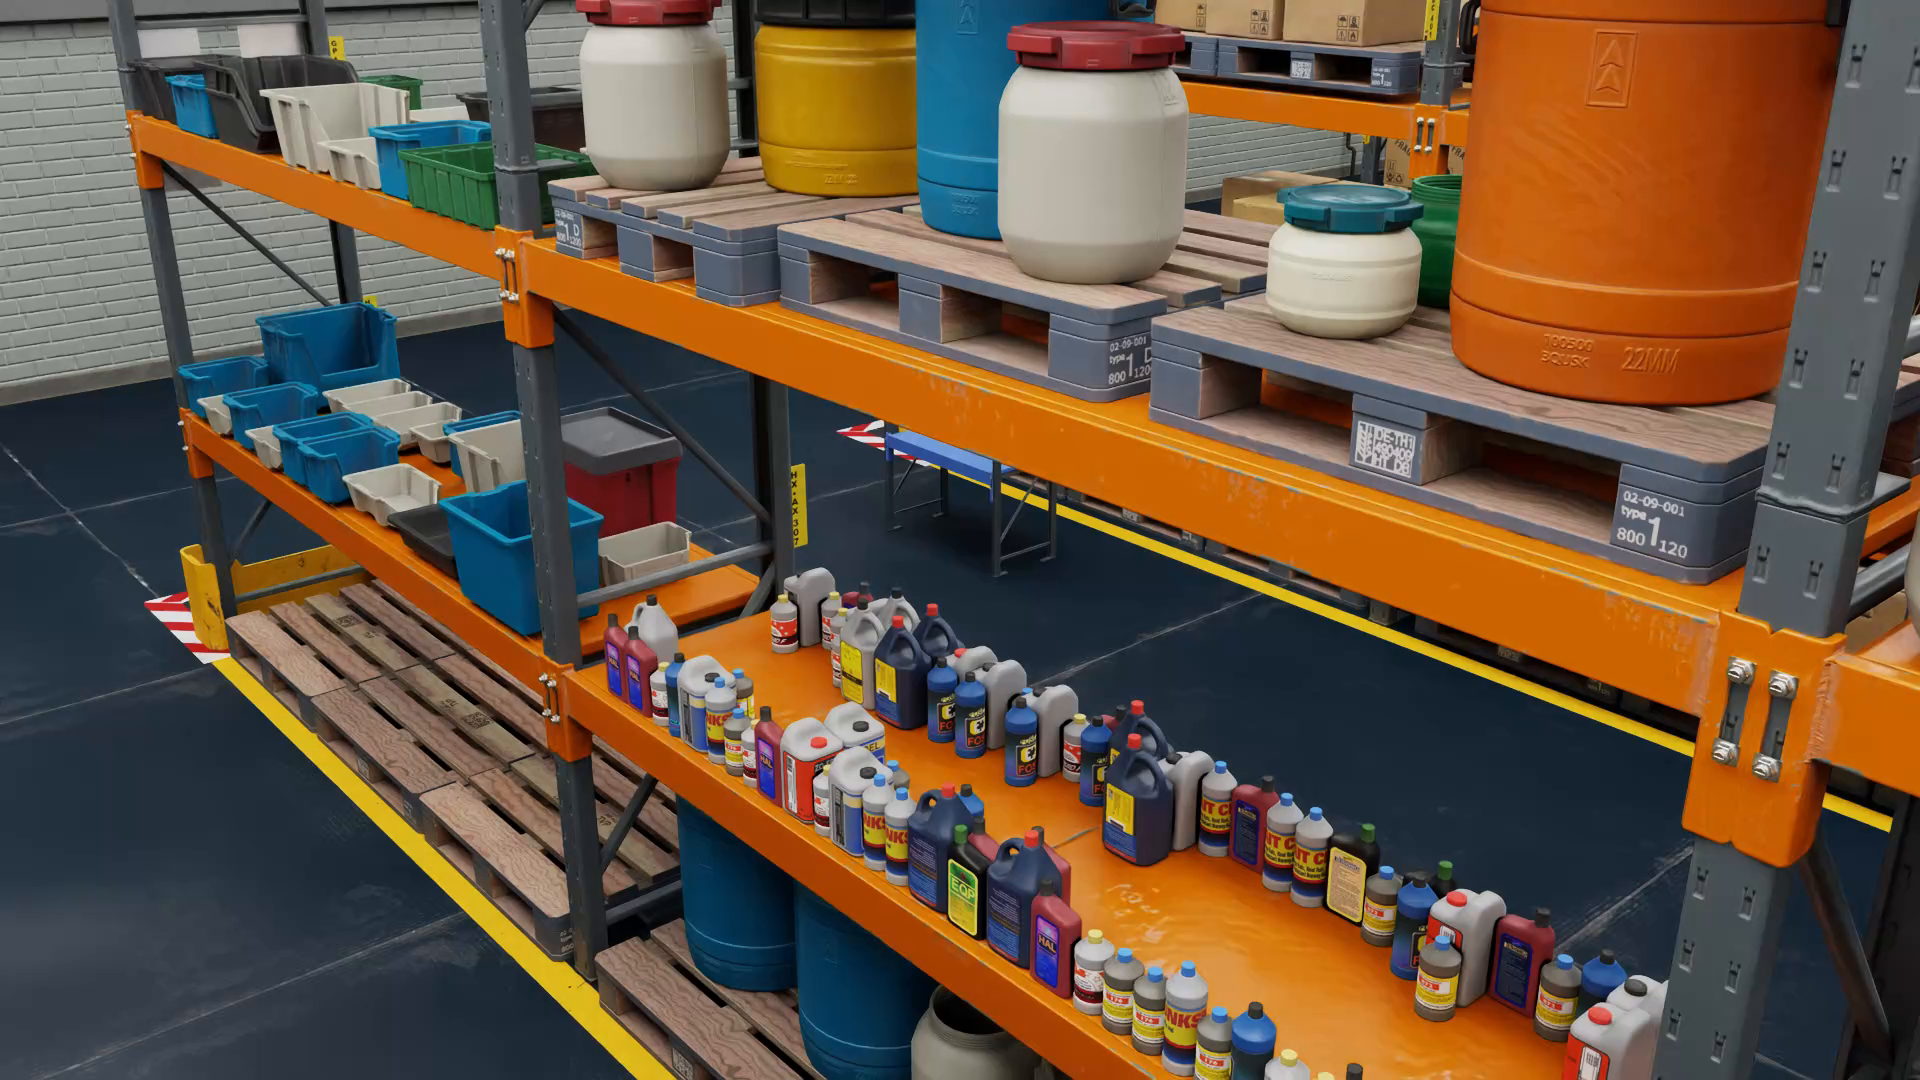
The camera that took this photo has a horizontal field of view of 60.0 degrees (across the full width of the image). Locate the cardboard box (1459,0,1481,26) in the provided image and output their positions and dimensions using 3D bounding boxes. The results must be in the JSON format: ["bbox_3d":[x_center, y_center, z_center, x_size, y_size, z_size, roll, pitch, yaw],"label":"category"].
[{"bbox_3d":[4.361,-4.299,13.439,0.500,0.250,0.500,-16,27,-36],"label":"cardboard box"}]

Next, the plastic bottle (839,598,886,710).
[{"bbox_3d":[-0.305,0.367,5.501,0.144,0.351,0.185,-17,27,-37],"label":"plastic bottle"}]

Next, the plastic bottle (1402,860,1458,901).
[{"bbox_3d":[1.175,0.921,4.180,0.061,0.283,0.133,-17,27,-37],"label":"plastic bottle"}]

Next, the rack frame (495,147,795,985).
[{"bbox_3d":[-1.044,0.134,6.030,1.000,3.000,0.127,-17,27,-37],"label":"rack frame"}]

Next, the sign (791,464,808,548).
[{"bbox_3d":[-0.626,-0.126,6.312,0.100,0.325,0.005,-17,27,-37],"label":"sign"}]

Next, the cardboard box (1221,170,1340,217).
[{"bbox_3d":[1.931,-1.937,10.086,0.500,0.500,0.500,-19,28,-39],"label":"cardboard box"}]

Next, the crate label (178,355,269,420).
[{"bbox_3d":[-3.743,-0.775,8.497,0.416,0.233,0.303,-17,27,-37],"label":"crate label"}]

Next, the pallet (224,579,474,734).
[{"bbox_3d":[-3.146,0.564,8.754,1.003,0.211,1.213,-17,27,-37],"label":"pallet"}]

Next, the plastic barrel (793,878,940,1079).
[{"bbox_3d":[-0.239,1.265,5.442,0.600,0.901,0.708,-17,27,-37],"label":"plastic barrel"}]

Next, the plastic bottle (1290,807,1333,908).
[{"bbox_3d":[0.935,0.835,4.415,0.097,0.271,0.097,0,21,0],"label":"plastic bottle"}]

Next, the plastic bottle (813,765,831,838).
[{"bbox_3d":[-0.371,0.739,4.756,0.097,0.201,0.097,0,21,0],"label":"plastic bottle"}]

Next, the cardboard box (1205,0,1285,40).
[{"bbox_3d":[1.805,-3.082,9.278,0.700,0.500,0.500,-16,26,-35],"label":"cardboard box"}]

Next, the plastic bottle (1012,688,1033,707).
[{"bbox_3d":[0.210,0.561,5.211,0.097,0.201,0.097,0,21,0],"label":"plastic bottle"}]

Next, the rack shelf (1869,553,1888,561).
[{"bbox_3d":[4.014,-0.158,7.760,1.077,0.370,4.000,-17,27,-37],"label":"rack shelf"}]

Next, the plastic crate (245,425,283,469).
[{"bbox_3d":[-3.153,-0.434,7.759,0.250,0.136,0.298,-17,27,-37],"label":"plastic crate"}]

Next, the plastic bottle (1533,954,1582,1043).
[{"bbox_3d":[1.411,1.069,3.913,0.097,0.201,0.097,0,21,0],"label":"plastic bottle"}]

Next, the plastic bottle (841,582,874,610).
[{"bbox_3d":[-0.356,0.273,5.834,0.061,0.283,0.133,-17,27,-37],"label":"plastic bottle"}]

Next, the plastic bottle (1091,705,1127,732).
[{"bbox_3d":[0.451,0.615,4.962,0.061,0.283,0.133,-17,27,-37],"label":"plastic bottle"}]

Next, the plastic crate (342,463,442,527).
[{"bbox_3d":[-2.408,-0.181,7.112,0.293,0.136,0.466,-17,27,-37],"label":"plastic crate"}]

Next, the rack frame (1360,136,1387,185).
[{"bbox_3d":[3.921,-3.303,14.805,1.000,3.000,0.127,-17,27,-37],"label":"rack frame"}]

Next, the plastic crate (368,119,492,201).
[{"bbox_3d":[-1.880,-1.361,5.961,0.416,0.233,0.300,-17,27,-37],"label":"plastic crate"}]

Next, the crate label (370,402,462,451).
[{"bbox_3d":[-2.607,-0.540,8.028,0.396,0.136,0.243,-17,27,-37],"label":"crate label"}]

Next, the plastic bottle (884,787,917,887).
[{"bbox_3d":[-0.156,0.798,4.511,0.097,0.271,0.097,0,21,0],"label":"plastic bottle"}]

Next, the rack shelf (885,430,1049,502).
[{"bbox_3d":[0.056,-0.507,10.216,0.538,0.185,1.000,-17,27,-37],"label":"rack shelf"}]

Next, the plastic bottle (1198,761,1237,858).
[{"bbox_3d":[0.721,0.745,4.646,0.097,0.271,0.097,0,21,0],"label":"plastic bottle"}]

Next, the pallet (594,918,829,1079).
[{"bbox_3d":[-0.571,1.655,5.969,1.003,0.211,1.213,-17,27,-37],"label":"pallet"}]

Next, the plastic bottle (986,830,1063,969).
[{"bbox_3d":[0.162,0.882,4.187,0.144,0.351,0.185,-17,27,-37],"label":"plastic bottle"}]

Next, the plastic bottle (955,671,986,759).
[{"bbox_3d":[0.032,0.538,5.174,0.097,0.271,0.097,0,21,0],"label":"plastic bottle"}]

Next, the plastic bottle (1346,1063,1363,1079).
[{"bbox_3d":[0.830,1.219,3.418,0.061,0.283,0.133,-17,27,-37],"label":"plastic bottle"}]

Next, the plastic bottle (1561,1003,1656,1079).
[{"bbox_3d":[1.415,1.136,3.640,0.152,0.276,0.135,-17,27,-37],"label":"plastic bottle"}]

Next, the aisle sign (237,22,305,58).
[{"bbox_3d":[-3.480,-2.272,8.606,0.394,0.787,0.004,-17,27,-37],"label":"aisle sign"}]

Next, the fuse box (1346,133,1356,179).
[{"bbox_3d":[5.593,-5.922,23.257,0.539,1.711,0.414,-17,27,-37],"label":"fuse box"}]

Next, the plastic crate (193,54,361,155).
[{"bbox_3d":[-2.866,-1.852,7.071,0.504,0.338,0.767,-17,27,-37],"label":"plastic crate"}]

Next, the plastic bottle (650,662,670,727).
[{"bbox_3d":[-0.951,0.493,5.384,0.097,0.201,0.097,0,21,0],"label":"plastic bottle"}]

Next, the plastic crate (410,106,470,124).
[{"bbox_3d":[-2.118,-1.734,7.045,0.437,0.136,0.530,-17,27,-37],"label":"plastic crate"}]

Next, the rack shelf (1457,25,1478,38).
[{"bbox_3d":[5.227,-3.812,12.978,1.077,0.370,4.000,-17,27,-37],"label":"rack shelf"}]

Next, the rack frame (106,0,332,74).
[{"bbox_3d":[-3.655,-3.765,7.757,1.000,3.000,0.127,-17,27,-37],"label":"rack frame"}]

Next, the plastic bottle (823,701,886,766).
[{"bbox_3d":[-0.310,0.630,4.933,0.152,0.276,0.135,-17,27,-37],"label":"plastic bottle"}]

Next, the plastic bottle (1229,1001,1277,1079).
[{"bbox_3d":[0.641,1.135,3.650,0.097,0.271,0.097,0,21,0],"label":"plastic bottle"}]

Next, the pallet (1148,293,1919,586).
[{"bbox_3d":[1.142,-0.305,3.294,1.003,0.211,1.213,-17,27,-37],"label":"pallet"}]

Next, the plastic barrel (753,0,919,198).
[{"bbox_3d":[-0.294,-1.342,4.851,0.600,0.588,0.600,0,21,0],"label":"plastic barrel"}]

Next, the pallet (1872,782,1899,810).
[{"bbox_3d":[4.862,1.122,7.329,1.003,0.211,1.213,-17,27,-37],"label":"pallet"}]

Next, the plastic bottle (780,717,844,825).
[{"bbox_3d":[-0.426,0.666,4.841,0.152,0.276,0.135,-17,27,-37],"label":"plastic bottle"}]

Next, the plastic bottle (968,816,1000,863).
[{"bbox_3d":[0.072,0.865,4.323,0.061,0.283,0.133,-17,27,-37],"label":"plastic bottle"}]

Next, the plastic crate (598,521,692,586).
[{"bbox_3d":[-1.239,0.066,6.482,0.396,0.136,0.243,-17,27,-37],"label":"plastic crate"}]

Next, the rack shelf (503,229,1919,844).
[{"bbox_3d":[0.262,-0.375,4.203,1.077,0.370,4.000,-17,27,-37],"label":"rack shelf"}]

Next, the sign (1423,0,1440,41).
[{"bbox_3d":[2.289,-2.587,8.046,0.100,0.325,0.005,-17,27,-37],"label":"sign"}]

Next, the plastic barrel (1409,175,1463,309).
[{"bbox_3d":[1.050,-0.629,3.500,0.294,0.245,0.294,0,21,0],"label":"plastic barrel"}]

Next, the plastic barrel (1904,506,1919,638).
[{"bbox_3d":[1.538,-0.051,2.235,0.421,0.512,0.421,0,21,0],"label":"plastic barrel"}]

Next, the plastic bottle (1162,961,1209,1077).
[{"bbox_3d":[0.514,1.081,3.787,0.097,0.271,0.097,0,21,0],"label":"plastic bottle"}]

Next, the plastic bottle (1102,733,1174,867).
[{"bbox_3d":[0.496,0.710,4.625,0.144,0.351,0.185,-17,27,-37],"label":"plastic bottle"}]

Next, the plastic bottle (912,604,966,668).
[{"bbox_3d":[-0.075,0.384,5.459,0.144,0.351,0.185,-17,27,-37],"label":"plastic bottle"}]

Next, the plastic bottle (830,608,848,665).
[{"bbox_3d":[-0.404,0.335,5.788,0.097,0.201,0.097,0,21,0],"label":"plastic bottle"}]

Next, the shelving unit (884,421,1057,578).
[{"bbox_3d":[0.056,-0.675,10.150,0.538,1.500,1.048,-17,27,-37],"label":"shelving unit"}]

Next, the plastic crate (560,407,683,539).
[{"bbox_3d":[-1.436,-0.230,6.789,0.402,0.464,0.583,-17,27,-37],"label":"plastic crate"}]

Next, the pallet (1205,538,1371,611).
[{"bbox_3d":[2.272,0.024,10.132,1.003,0.211,1.213,-17,27,-37],"label":"pallet"}]

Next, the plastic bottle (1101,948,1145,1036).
[{"bbox_3d":[0.387,1.060,3.938,0.097,0.201,0.097,0,21,0],"label":"plastic bottle"}]

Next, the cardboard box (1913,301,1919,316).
[{"bbox_3d":[4.431,-0.840,7.004,0.797,0.503,0.637,-17,27,-36],"label":"cardboard box"}]

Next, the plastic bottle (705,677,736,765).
[{"bbox_3d":[-0.736,0.552,5.138,0.097,0.271,0.097,0,21,0],"label":"plastic bottle"}]

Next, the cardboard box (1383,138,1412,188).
[{"bbox_3d":[4.005,-3.299,14.248,0.500,0.500,0.500,-16,26,-35],"label":"cardboard box"}]
